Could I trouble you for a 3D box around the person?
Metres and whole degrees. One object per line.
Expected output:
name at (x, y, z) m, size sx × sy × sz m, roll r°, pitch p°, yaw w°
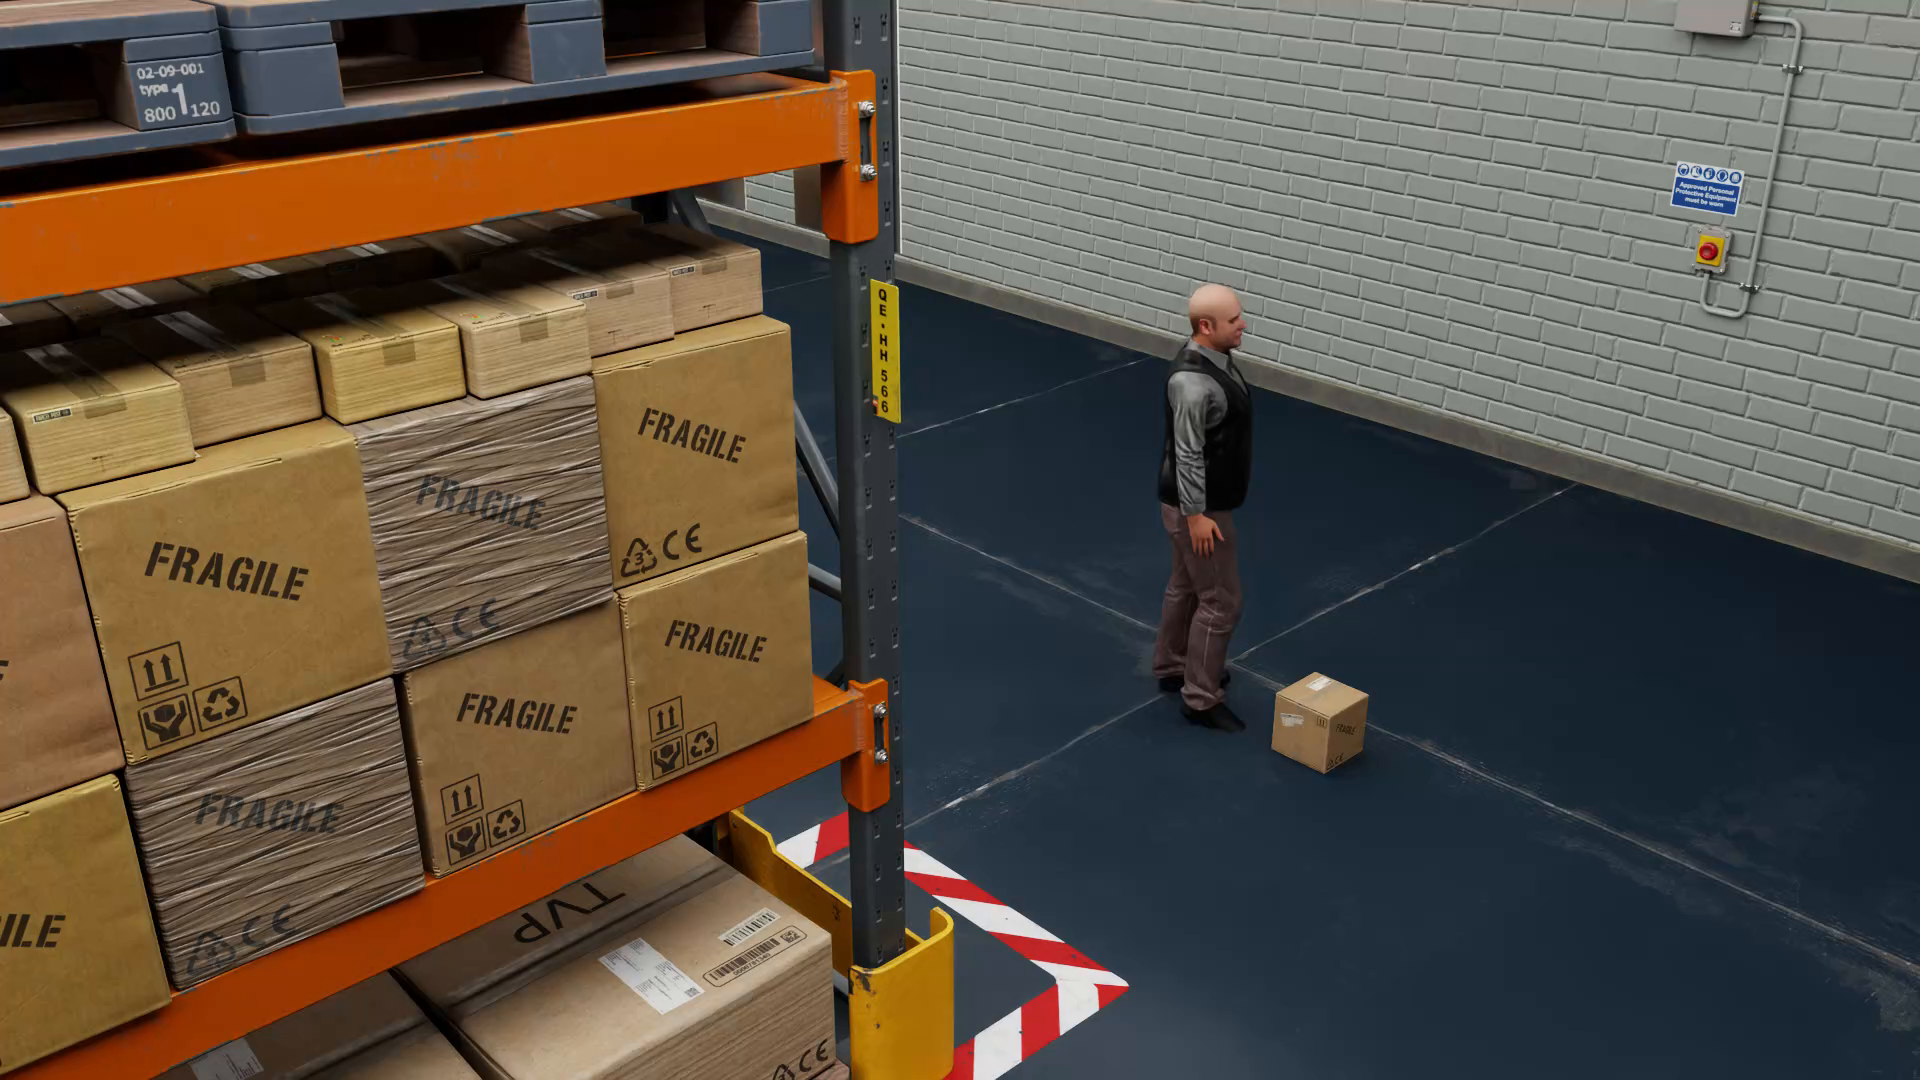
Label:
person at (0.980, -0.122, 6.459) m, size 0.435 × 1.784 × 0.572 m, roll 5°, pitch 25°, yaw 10°
